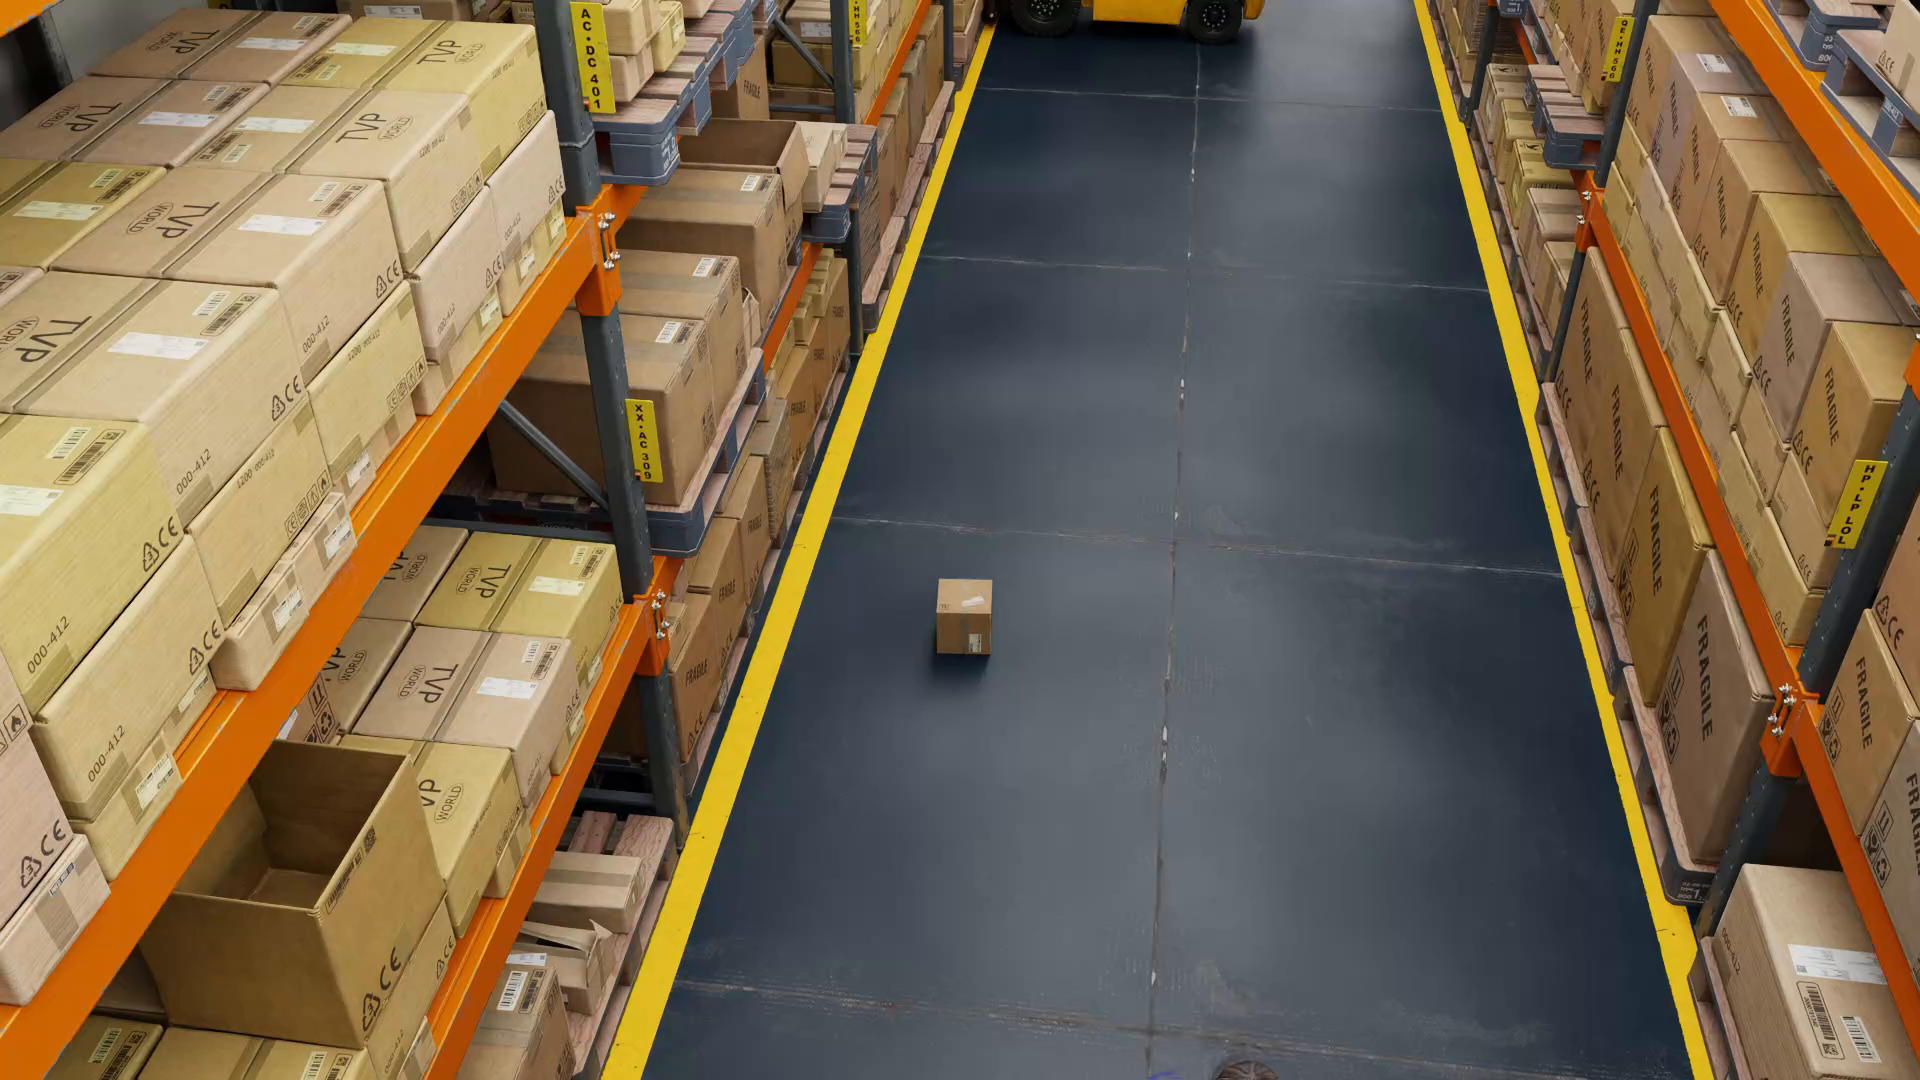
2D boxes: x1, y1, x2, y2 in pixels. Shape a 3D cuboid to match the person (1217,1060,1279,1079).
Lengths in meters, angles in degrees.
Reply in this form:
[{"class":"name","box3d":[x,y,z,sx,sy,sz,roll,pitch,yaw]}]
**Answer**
[{"class":"person","box3d":[0.707,1.916,4.426,0.441,1.607,0.950,-9,37,-12]}]
